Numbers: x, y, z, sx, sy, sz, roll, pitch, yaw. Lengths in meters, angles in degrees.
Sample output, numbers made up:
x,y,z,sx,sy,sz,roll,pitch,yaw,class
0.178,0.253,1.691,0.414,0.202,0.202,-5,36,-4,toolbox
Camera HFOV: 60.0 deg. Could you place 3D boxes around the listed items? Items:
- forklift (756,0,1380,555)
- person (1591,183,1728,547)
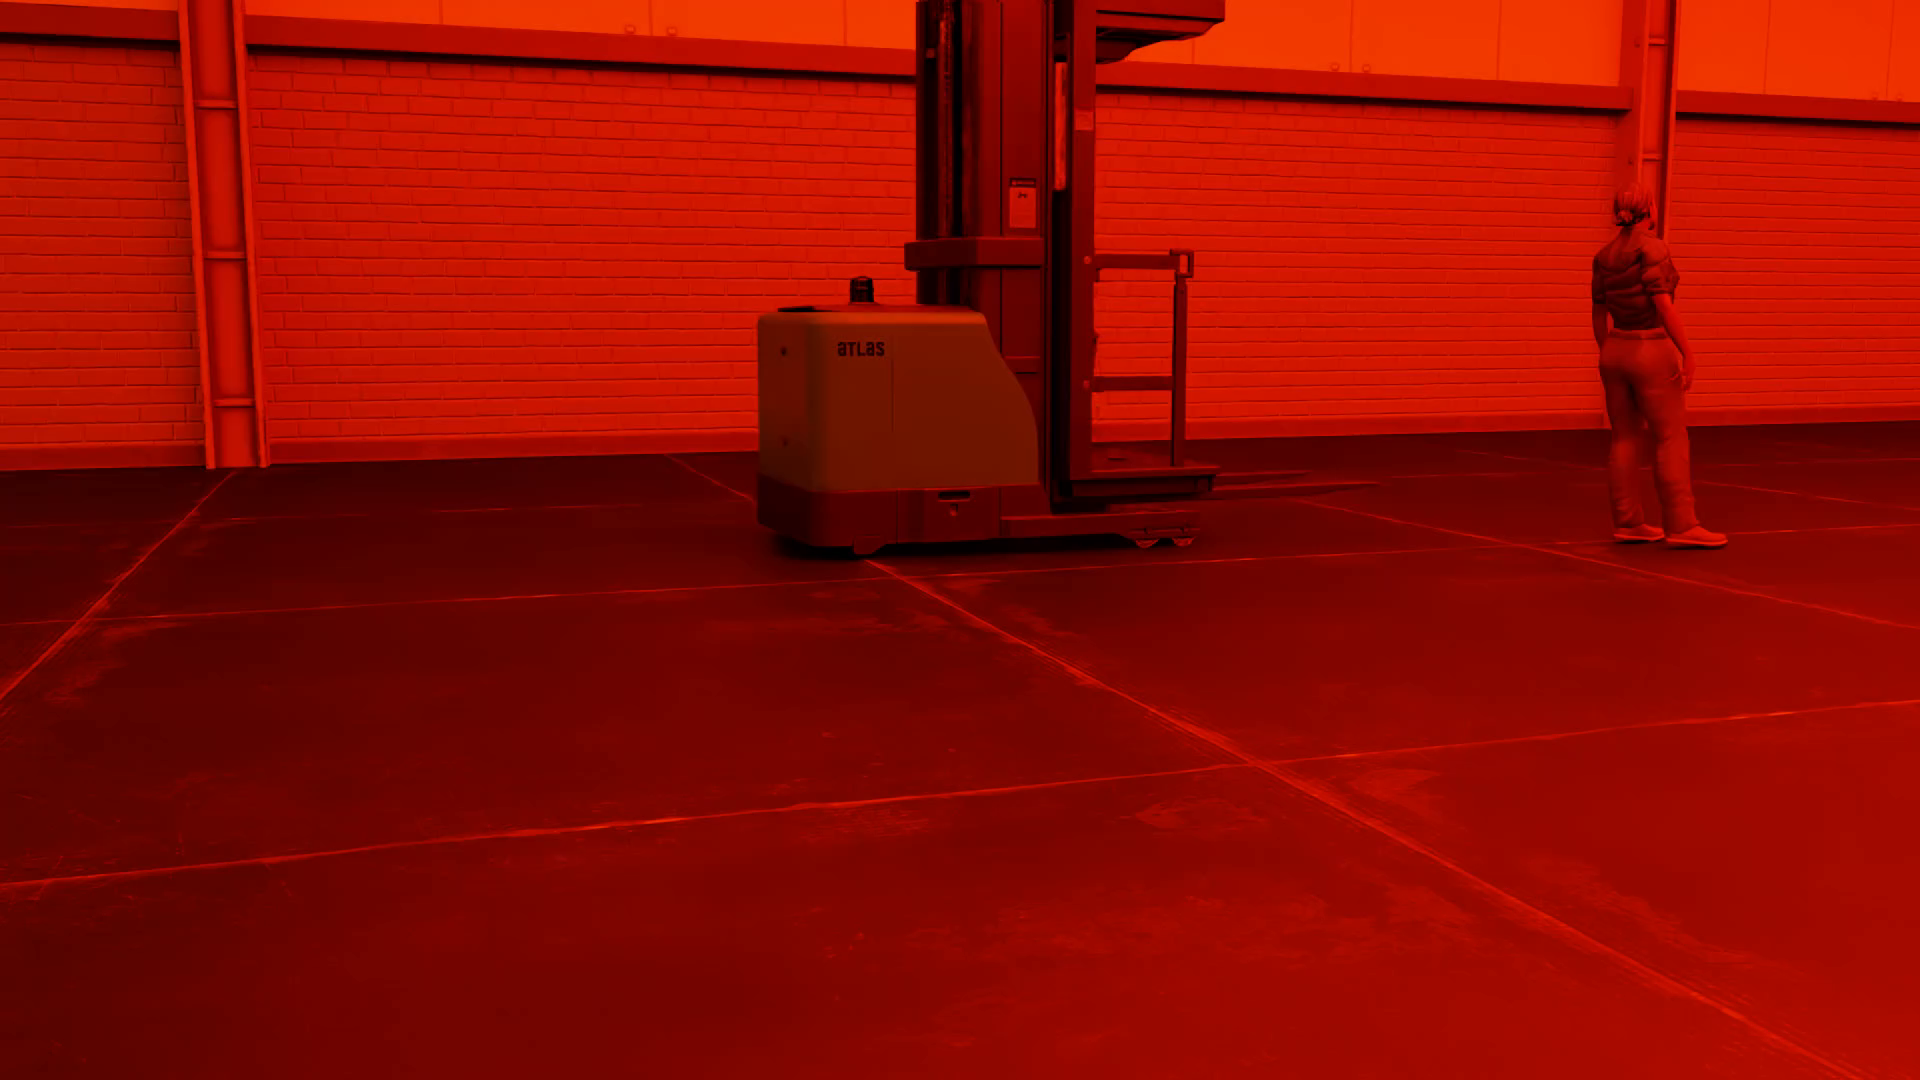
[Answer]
x,y,z,sx,sy,sz,roll,pitch,yaw,class
0.589,-1.486,7.973,3.031,2.935,1.130,-3,8,-21,forklift
3.223,-0.811,7.704,0.503,1.655,0.567,-3,8,-20,person
